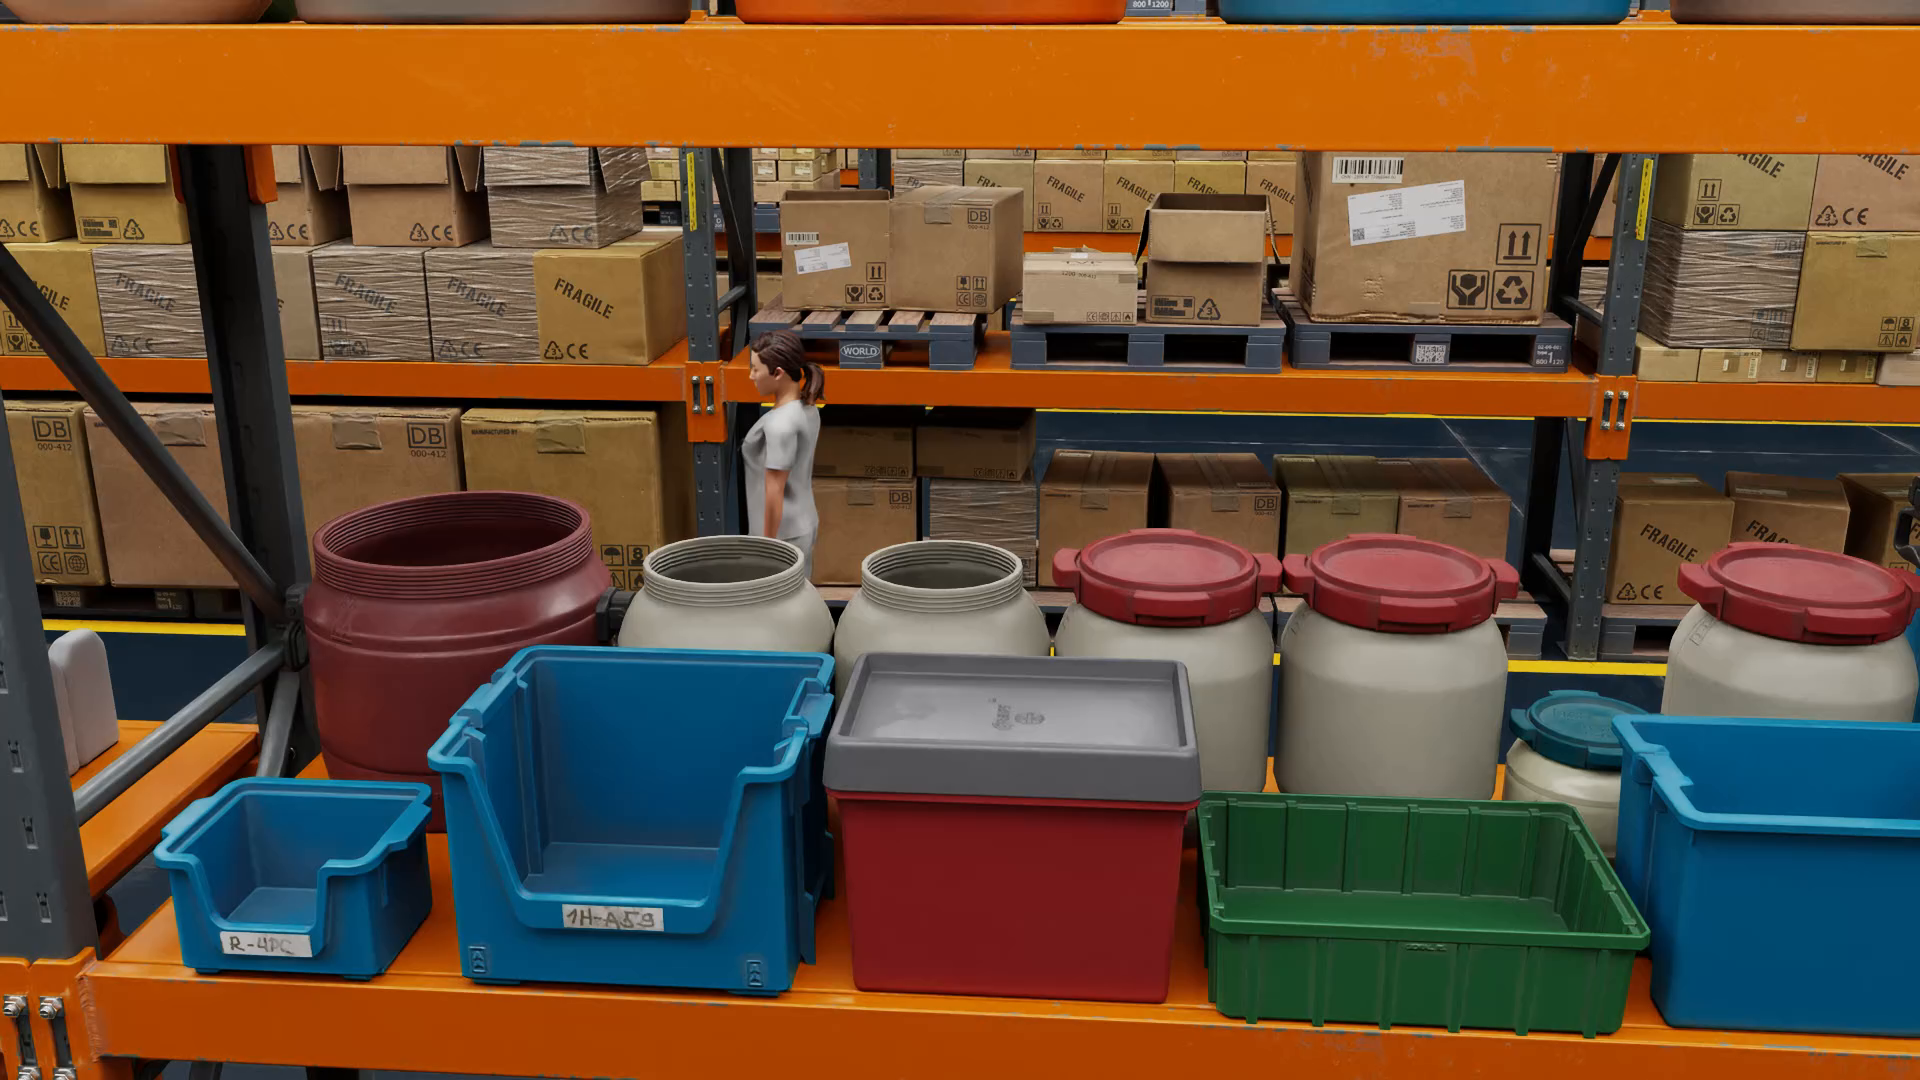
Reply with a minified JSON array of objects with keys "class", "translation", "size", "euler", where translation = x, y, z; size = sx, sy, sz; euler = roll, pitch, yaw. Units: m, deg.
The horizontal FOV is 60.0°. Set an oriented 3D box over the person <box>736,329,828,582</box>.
[{"class":"person","translation":[-0.695,-0.007,6.588],"size":[0.351,1.673,0.439],"euler":[2,18,5]}]
